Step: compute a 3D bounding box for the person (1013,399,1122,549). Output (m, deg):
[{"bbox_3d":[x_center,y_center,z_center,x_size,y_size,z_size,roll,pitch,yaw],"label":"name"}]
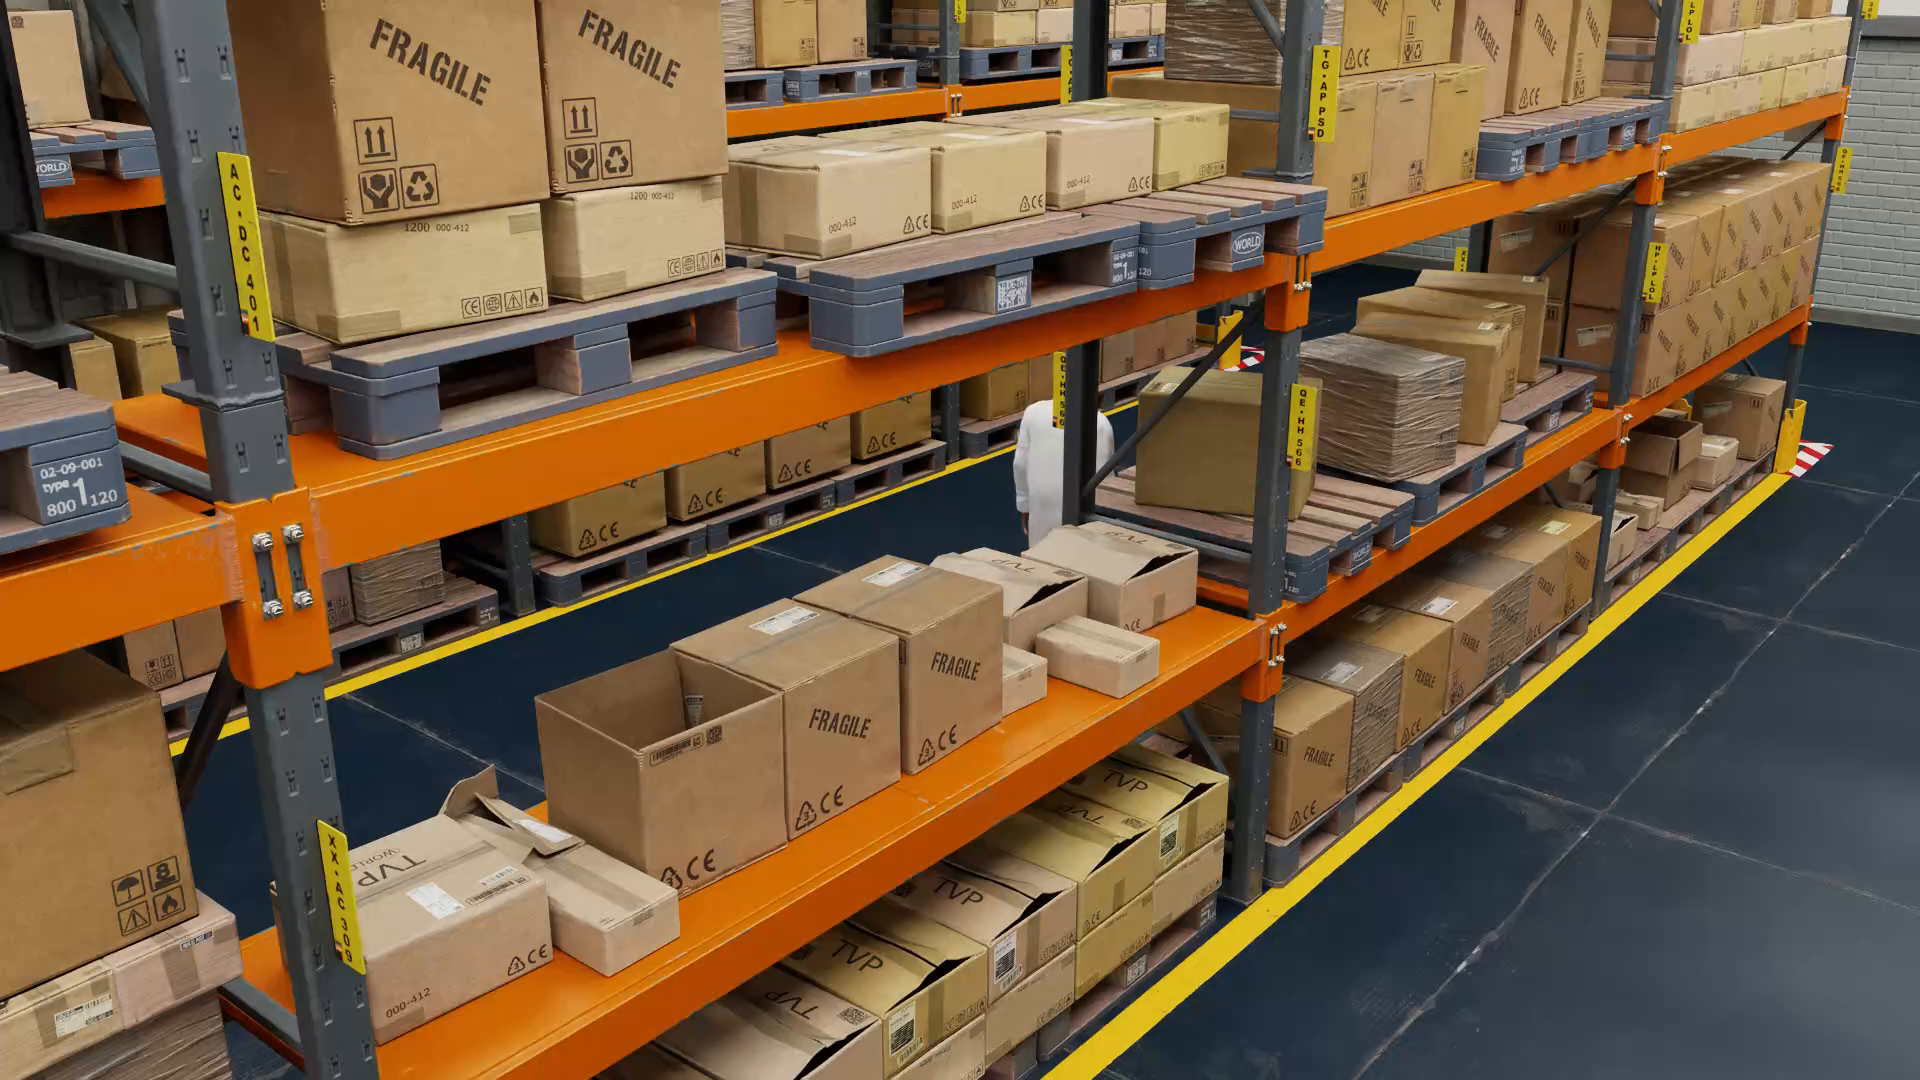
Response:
[{"bbox_3d":[0.582,-0.115,8.917,0.645,1.772,0.429,14,24,34],"label":"person"}]
